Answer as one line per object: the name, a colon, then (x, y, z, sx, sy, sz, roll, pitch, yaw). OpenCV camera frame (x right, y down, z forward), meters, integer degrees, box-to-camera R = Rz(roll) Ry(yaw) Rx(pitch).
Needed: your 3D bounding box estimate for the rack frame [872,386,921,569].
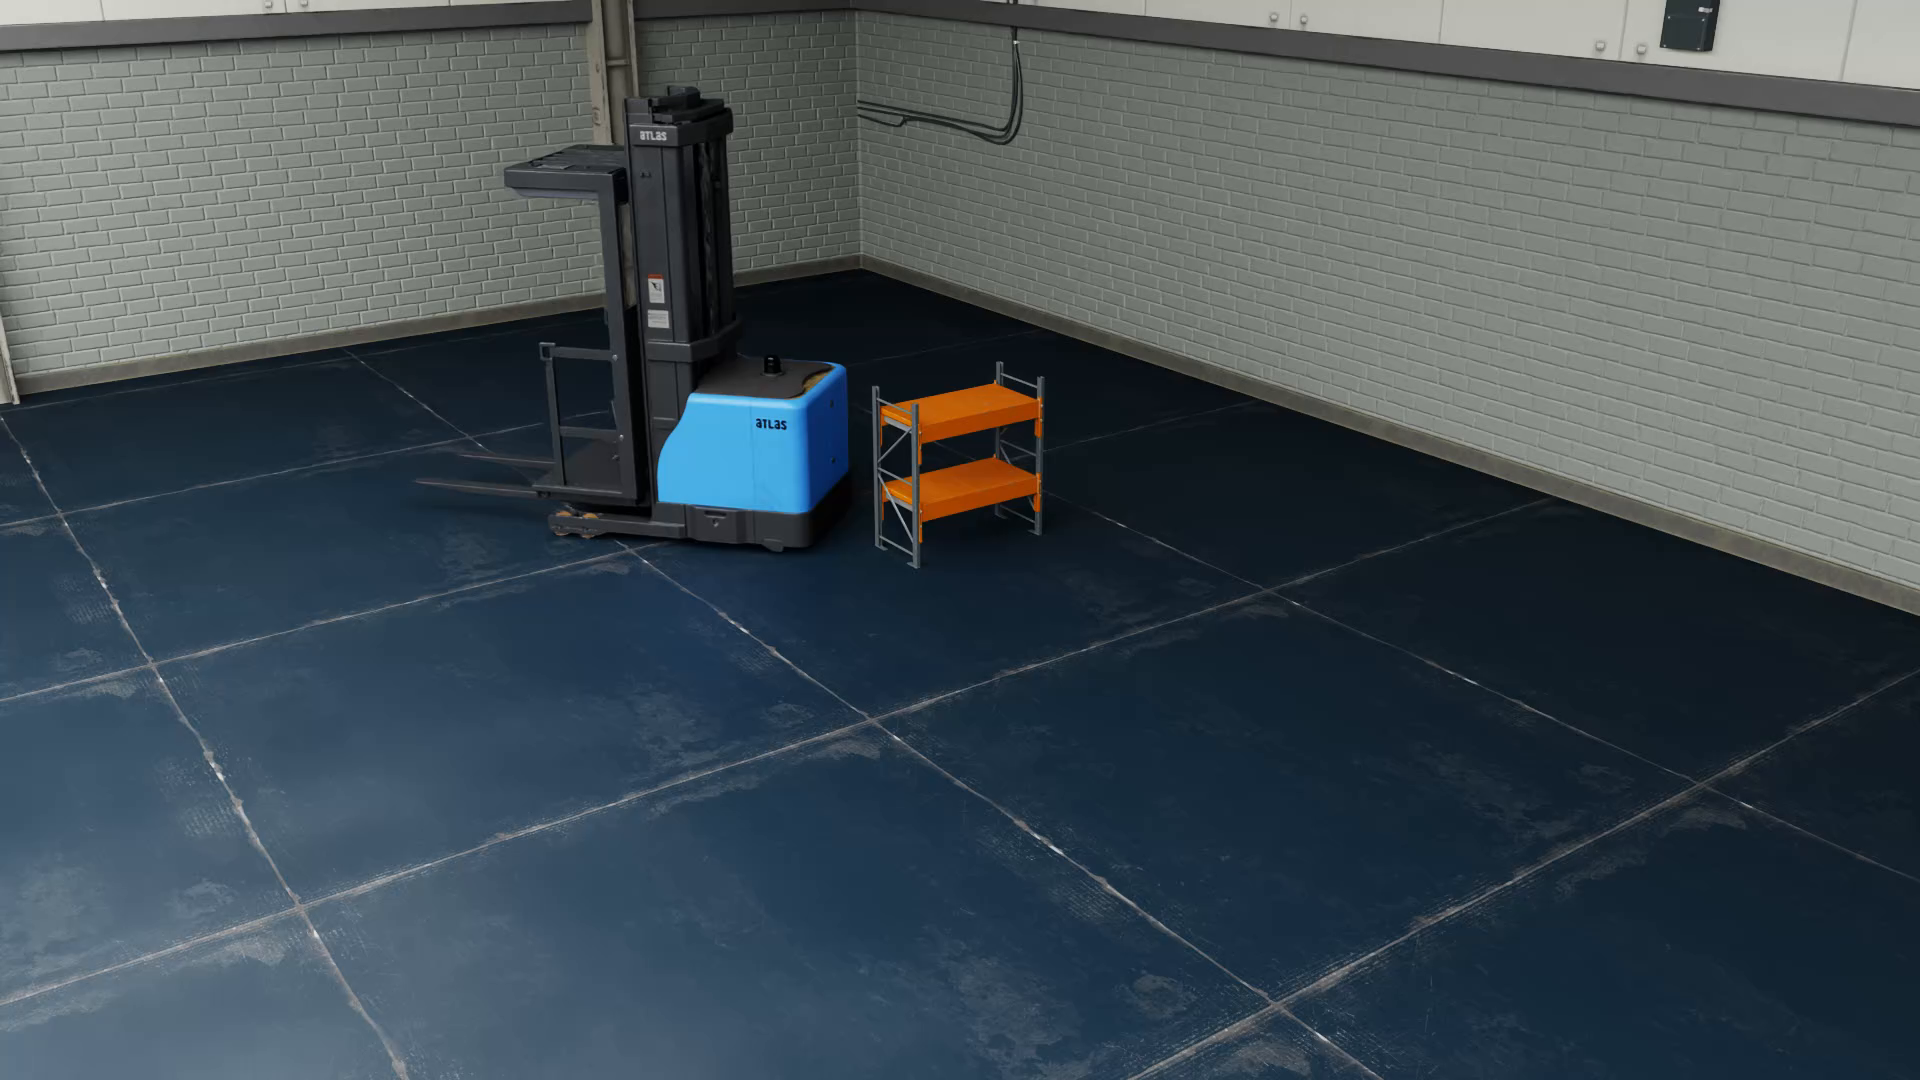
rack frame: (-0.418, -0.411, 10.908, 0.032, 1.125, 0.500, -15, 26, -33)

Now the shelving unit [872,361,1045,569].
shelving unit: (-0.005, -0.521, 11.184, 1.048, 1.125, 0.538, -15, 26, -33)

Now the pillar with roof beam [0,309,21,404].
pillar with roof beam: (-5.843, -4.067, 9.447, 0.400, 9.000, 9.100, -15, 26, -33)

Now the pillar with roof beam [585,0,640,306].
pillar with roof beam: (-0.972, -5.366, 12.702, 0.400, 9.000, 9.100, -15, 26, -33)

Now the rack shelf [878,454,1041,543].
rack shelf: (-0.005, -0.294, 11.275, 1.000, 0.278, 0.538, -15, 26, -33)

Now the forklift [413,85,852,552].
forklift: (-2.347, -1.556, 11.342, 3.031, 2.935, 1.130, 5, 22, 13)

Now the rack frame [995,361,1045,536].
rack frame: (0.407, -0.631, 11.460, 0.032, 1.125, 0.500, -15, 26, -33)

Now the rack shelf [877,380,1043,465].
rack shelf: (-0.005, -0.793, 11.076, 1.000, 0.278, 0.538, -15, 26, -33)

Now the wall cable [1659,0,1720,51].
wall cable: (5.209, -5.621, 8.752, 0.169, 6.003, 2.305, -15, 26, -33)

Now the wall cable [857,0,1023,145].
wall cable: (-0.323, -5.459, 17.124, 0.112, 2.526, 3.097, -15, 26, -33)
